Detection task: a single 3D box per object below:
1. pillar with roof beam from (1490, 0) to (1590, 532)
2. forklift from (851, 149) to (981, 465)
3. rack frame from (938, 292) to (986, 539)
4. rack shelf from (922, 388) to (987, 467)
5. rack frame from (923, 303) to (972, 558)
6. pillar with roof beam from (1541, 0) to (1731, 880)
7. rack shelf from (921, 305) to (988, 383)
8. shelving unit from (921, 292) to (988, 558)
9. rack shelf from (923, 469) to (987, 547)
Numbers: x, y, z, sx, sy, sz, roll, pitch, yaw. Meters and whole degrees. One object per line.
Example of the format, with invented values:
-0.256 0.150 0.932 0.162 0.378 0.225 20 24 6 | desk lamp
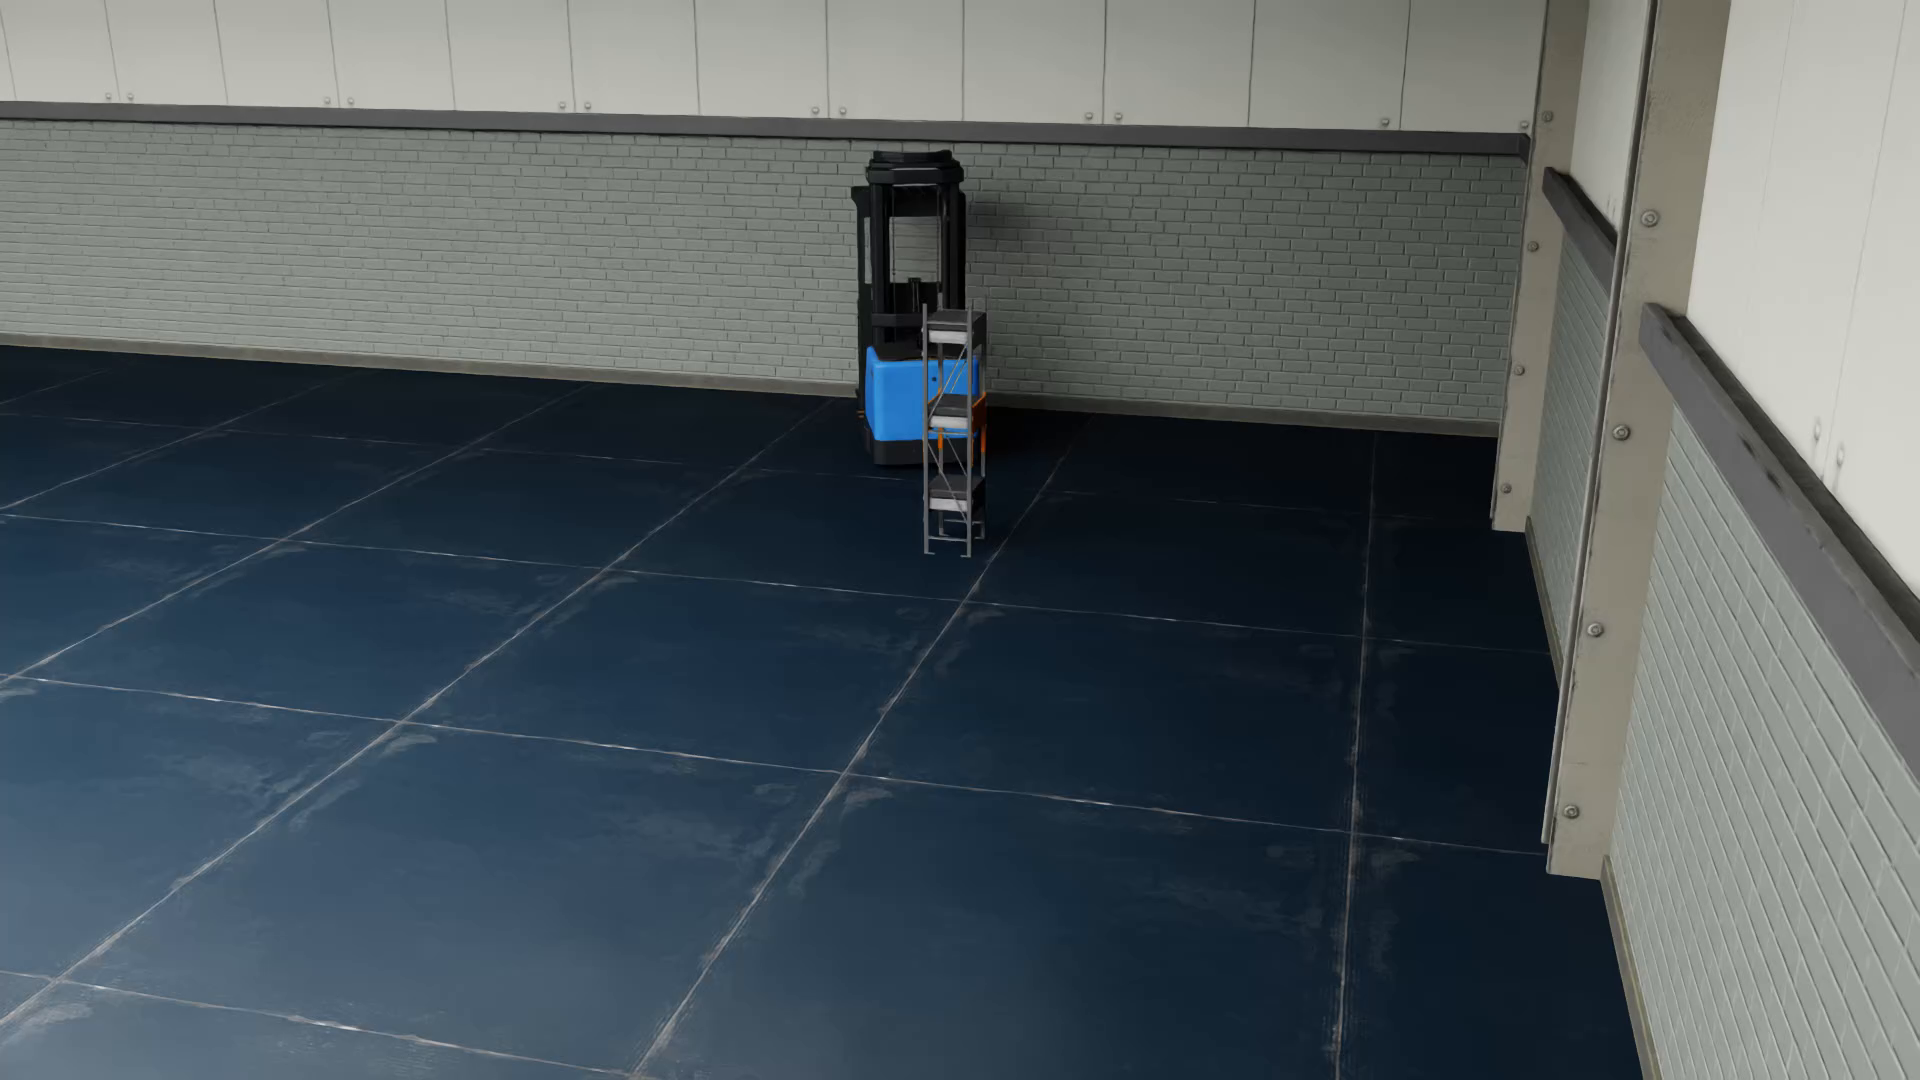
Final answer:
0.645 -4.737 14.133 9.100 9.000 0.400 5 19 13 | pillar with roof beam
-0.524 -2.548 17.113 1.130 2.935 3.031 -3 19 -8 | forklift
0.019 -1.018 13.920 0.400 2.100 0.015 5 19 13 | rack frame
-0.040 -0.929 13.701 0.431 0.518 0.480 5 19 13 | rack shelf
-0.100 -0.865 13.472 0.400 2.100 0.015 5 19 13 | rack frame
-0.821 -2.856 8.627 9.100 9.000 0.400 5 19 13 | pillar with roof beam
-0.040 -1.591 13.474 0.431 0.518 0.480 5 19 13 | rack shelf
-0.040 -0.942 13.696 0.431 2.100 0.503 5 19 13 | shelving unit
-0.040 -0.266 13.927 0.431 0.518 0.480 5 19 13 | rack shelf
